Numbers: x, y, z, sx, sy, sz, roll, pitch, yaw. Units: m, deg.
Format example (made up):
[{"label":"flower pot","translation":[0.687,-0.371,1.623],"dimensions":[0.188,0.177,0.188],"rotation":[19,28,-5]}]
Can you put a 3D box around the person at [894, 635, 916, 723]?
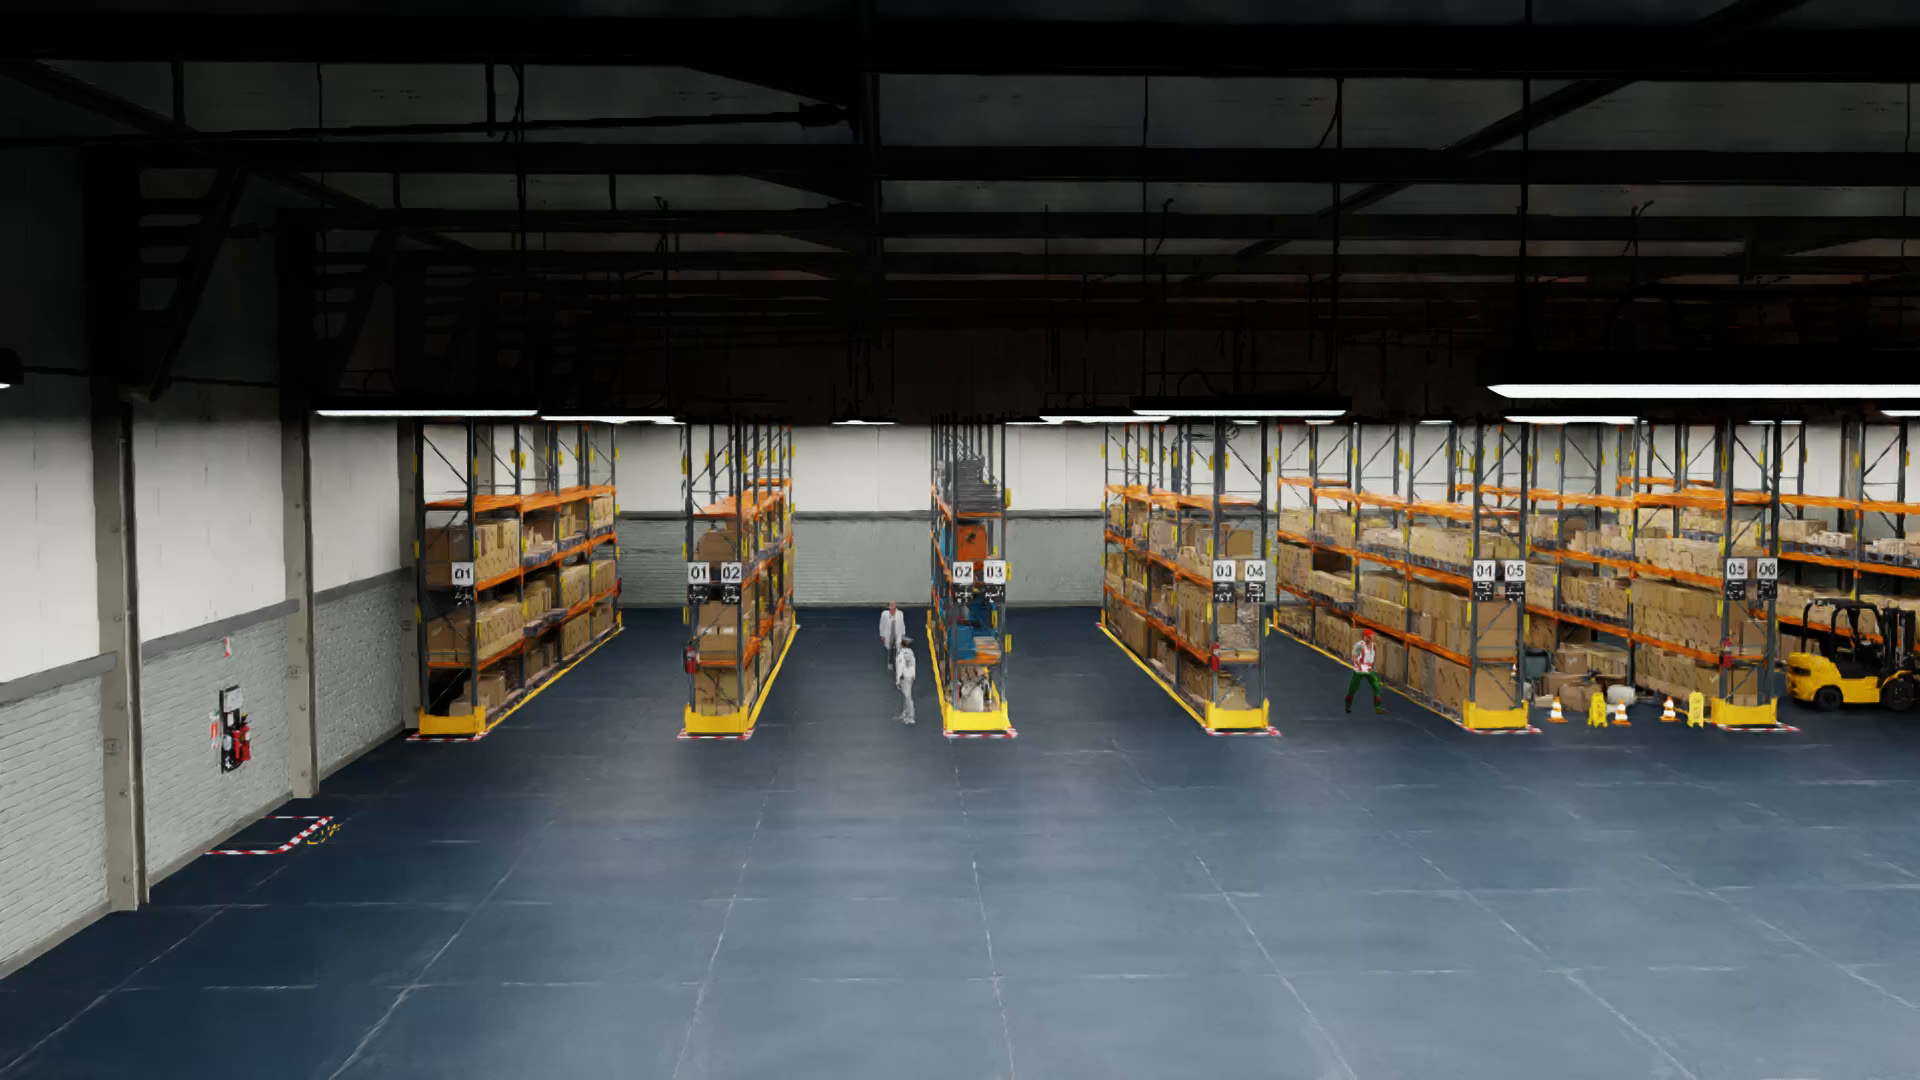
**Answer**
[{"label":"person","translation":[-1.068,2.682,32.213],"dimensions":[0.540,1.667,0.561],"rotation":[2,4,25]}]

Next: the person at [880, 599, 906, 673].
[{"label":"person","translation":[-1.569,2.223,38.682],"dimensions":[0.598,1.698,1.194],"rotation":[0,4,0]}]

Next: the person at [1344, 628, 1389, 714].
[{"label":"person","translation":[8.061,2.598,33.145],"dimensions":[0.686,1.716,0.838],"rotation":[-1,4,-18]}]
